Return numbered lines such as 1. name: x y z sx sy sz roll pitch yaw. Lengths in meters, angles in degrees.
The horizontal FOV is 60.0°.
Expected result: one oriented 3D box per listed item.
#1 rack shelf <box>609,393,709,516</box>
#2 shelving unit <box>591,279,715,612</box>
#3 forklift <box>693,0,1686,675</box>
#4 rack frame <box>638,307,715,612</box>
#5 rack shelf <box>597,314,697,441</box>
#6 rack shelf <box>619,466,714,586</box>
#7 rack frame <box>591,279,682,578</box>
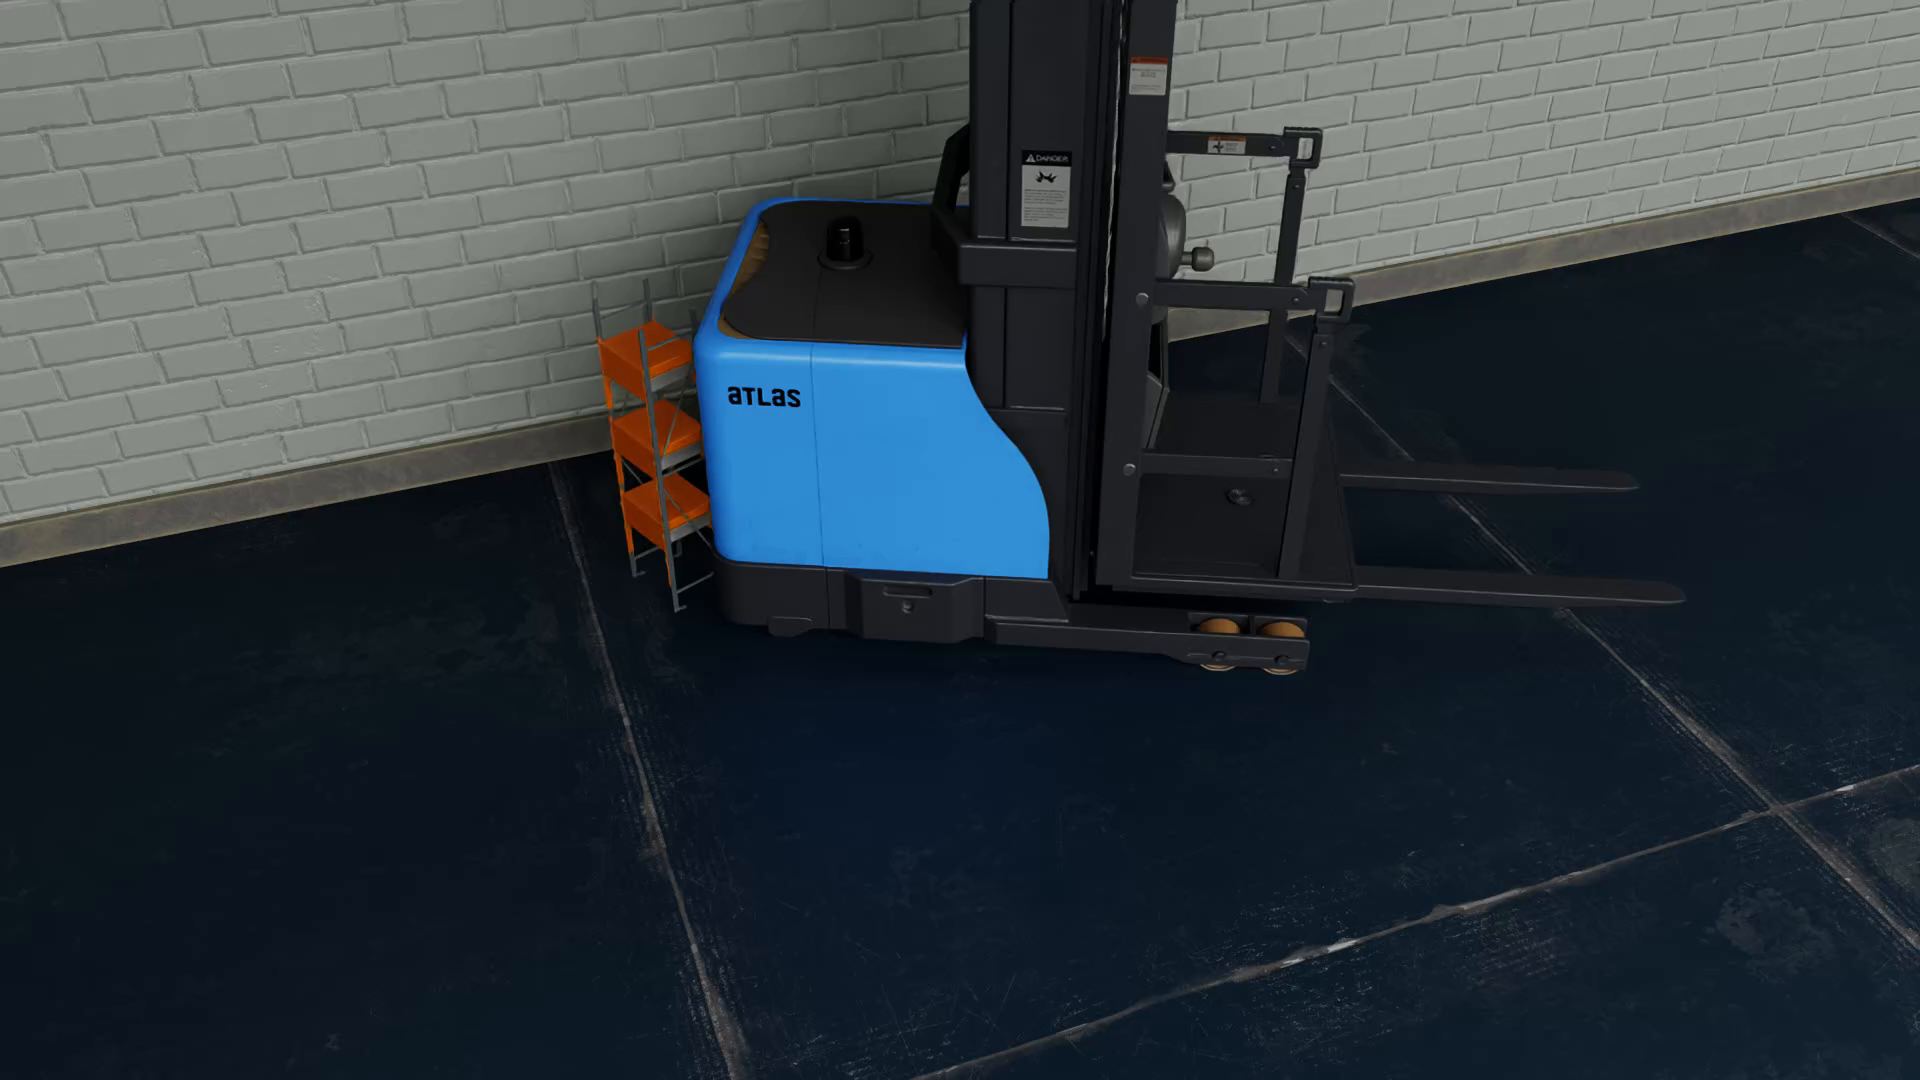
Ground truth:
1. rack shelf: -0.941 -0.271 5.255 0.215 0.259 0.240 -29 46 -33
2. shelving unit: -0.941 -0.280 5.248 0.215 1.050 0.252 -29 46 -33
3. forklift: 0.764 -1.085 4.755 3.031 2.935 1.130 3 37 4
4. rack frame: -0.858 -0.226 5.177 0.200 1.050 0.008 -29 46 -33
5. rack shelf: -0.940 -0.498 5.084 0.215 0.259 0.240 -29 46 -33
6. rack shelf: -0.942 -0.049 5.421 0.215 0.259 0.240 -29 46 -33
7. rack frame: -1.024 -0.334 5.320 0.200 1.050 0.008 -29 46 -33
